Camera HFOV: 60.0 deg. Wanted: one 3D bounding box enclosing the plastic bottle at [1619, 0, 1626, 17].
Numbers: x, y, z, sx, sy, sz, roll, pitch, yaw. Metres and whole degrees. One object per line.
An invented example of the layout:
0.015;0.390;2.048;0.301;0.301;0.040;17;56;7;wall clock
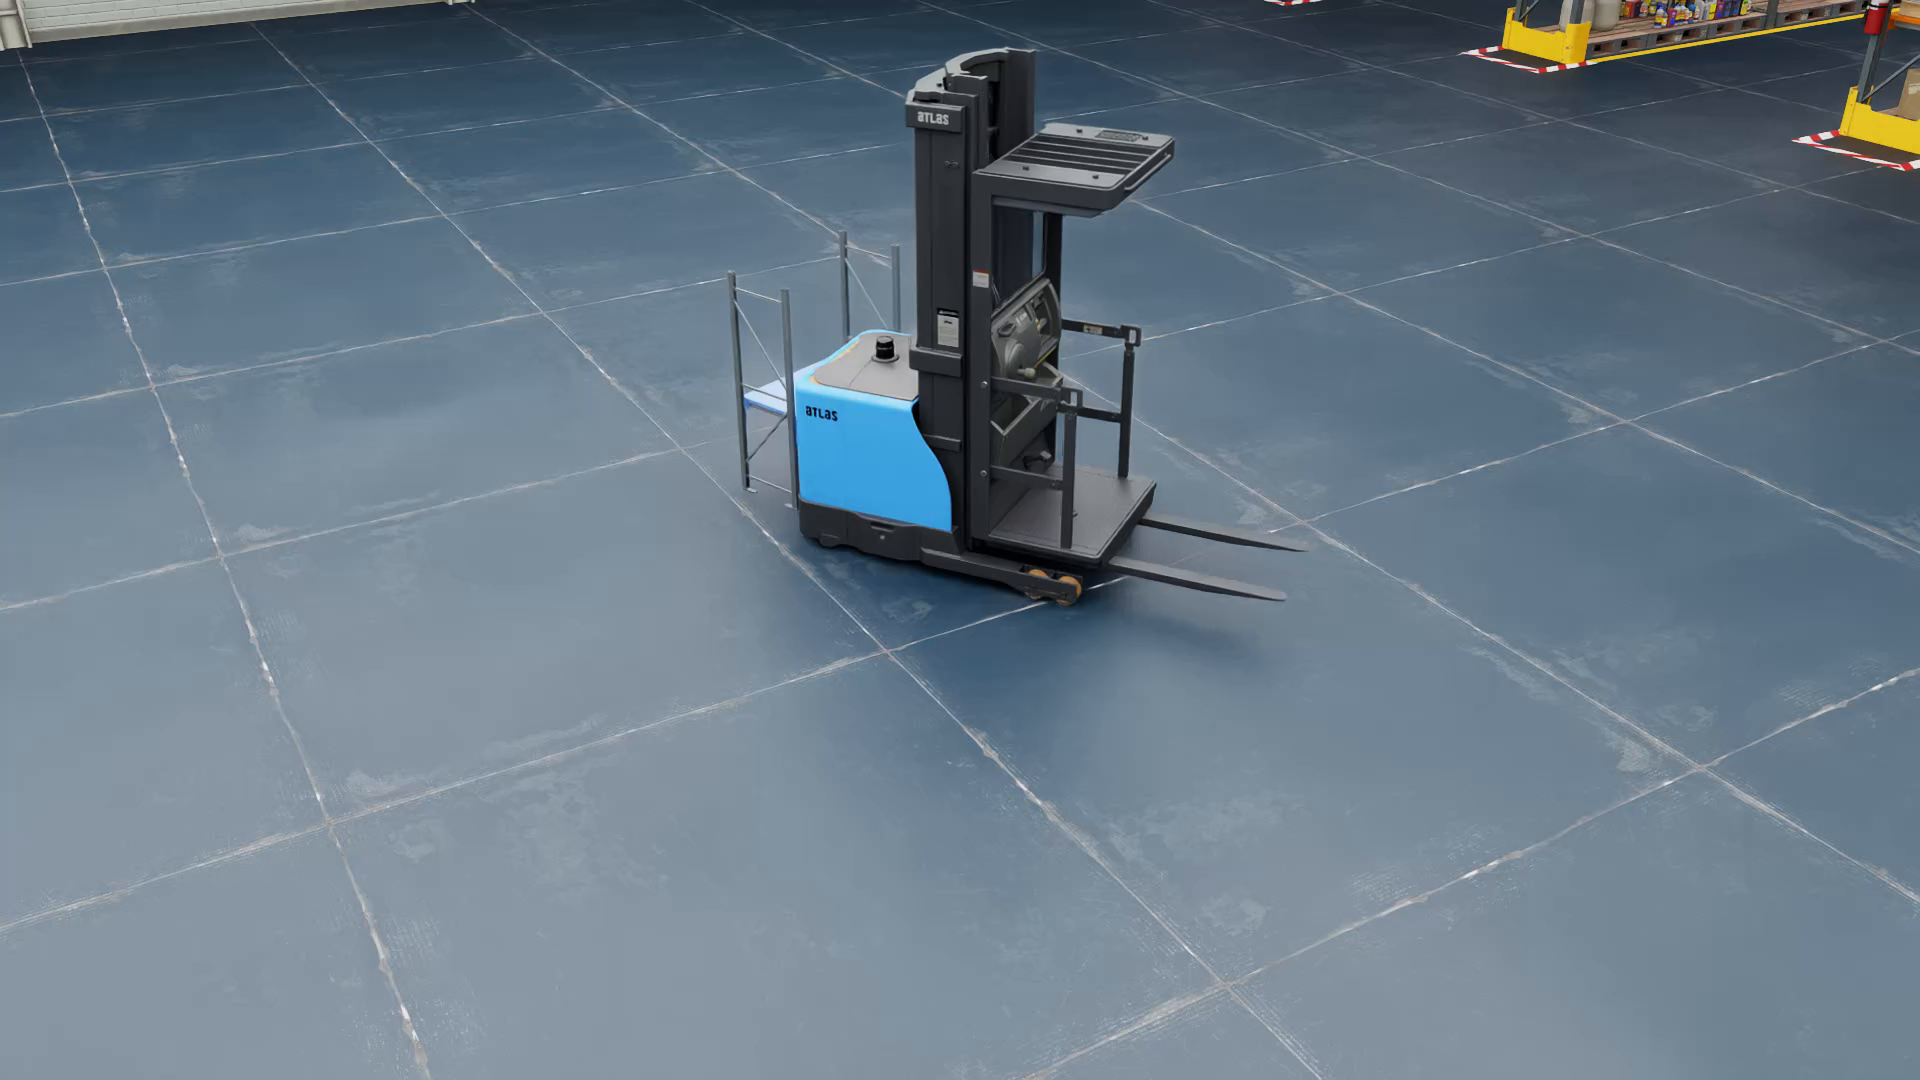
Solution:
9.113;-7.371;22.957;0.133;0.283;0.061;-15;32;-25;plastic bottle

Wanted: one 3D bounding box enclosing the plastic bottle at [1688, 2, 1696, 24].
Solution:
9.938;-7.170;22.604;0.097;0.271;0.097;0;29;0;plastic bottle

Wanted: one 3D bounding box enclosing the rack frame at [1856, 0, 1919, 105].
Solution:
10.170;-5.636;17.457;0.127;3.000;1.000;-16;33;-26;rack frame

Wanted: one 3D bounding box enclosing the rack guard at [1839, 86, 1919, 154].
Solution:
10.235;-4.560;18.094;0.348;0.500;1.175;-16;33;-26;rack guard

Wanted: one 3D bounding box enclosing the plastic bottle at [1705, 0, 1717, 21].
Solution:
10.256;-7.308;22.772;0.185;0.351;0.144;-16;33;-27;plastic bottle

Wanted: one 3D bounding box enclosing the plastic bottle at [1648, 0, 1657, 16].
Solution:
9.612;-7.386;23.068;0.097;0.201;0.097;0;29;0;plastic bottle

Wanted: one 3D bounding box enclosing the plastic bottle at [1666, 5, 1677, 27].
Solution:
9.586;-7.065;22.401;0.133;0.283;0.061;-15;32;-26;plastic bottle

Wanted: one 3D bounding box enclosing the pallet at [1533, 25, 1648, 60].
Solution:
8.405;-6.713;22.295;1.213;0.211;1.003;-16;33;-26;pallet

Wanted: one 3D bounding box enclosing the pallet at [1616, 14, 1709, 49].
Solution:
9.456;-7.010;22.832;1.213;0.211;1.003;-16;33;-26;pallet

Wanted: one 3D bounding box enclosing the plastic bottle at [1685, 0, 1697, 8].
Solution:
10.276;-7.627;23.350;0.185;0.351;0.144;-16;33;-26;plastic bottle

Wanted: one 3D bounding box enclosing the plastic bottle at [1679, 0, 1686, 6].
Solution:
10.139;-7.566;23.322;0.097;0.271;0.097;0;29;0;plastic bottle

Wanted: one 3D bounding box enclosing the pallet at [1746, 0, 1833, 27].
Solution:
11.766;-7.666;24.021;1.213;0.211;1.003;-16;33;-26;pallet

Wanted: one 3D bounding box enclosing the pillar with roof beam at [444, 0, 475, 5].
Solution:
-5.359;-10.254;19.615;0.400;9.000;9.100;-16;33;-26;pillar with roof beam

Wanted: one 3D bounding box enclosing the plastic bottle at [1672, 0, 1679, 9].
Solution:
10.040;-7.641;23.375;0.185;0.351;0.144;-17;33;-28;plastic bottle

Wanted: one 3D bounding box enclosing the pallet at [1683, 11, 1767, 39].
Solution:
10.509;-7.311;23.377;1.213;0.211;1.003;-16;33;-26;pallet

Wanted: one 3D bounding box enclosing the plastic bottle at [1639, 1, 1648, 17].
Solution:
9.452;-7.336;22.978;0.097;0.201;0.097;0;29;0;plastic bottle

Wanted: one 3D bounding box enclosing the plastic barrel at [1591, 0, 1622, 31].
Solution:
8.621;-7.110;22.267;0.421;0.512;0.421;0;29;0;plastic barrel

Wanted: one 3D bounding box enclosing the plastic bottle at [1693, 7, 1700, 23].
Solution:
10.026;-7.164;22.666;0.097;0.201;0.097;0;29;0;plastic bottle

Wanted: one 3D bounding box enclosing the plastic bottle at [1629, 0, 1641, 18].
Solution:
9.307;-7.341;22.902;0.133;0.283;0.061;-16;33;-26;plastic bottle

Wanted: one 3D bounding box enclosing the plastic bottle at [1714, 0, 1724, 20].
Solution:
10.415;-7.300;22.828;0.133;0.283;0.061;-14;32;-23;plastic bottle

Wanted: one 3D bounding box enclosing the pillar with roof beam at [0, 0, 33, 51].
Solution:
-10.532;-8.785;16.954;0.400;9.000;9.100;-16;33;-26;pillar with roof beam

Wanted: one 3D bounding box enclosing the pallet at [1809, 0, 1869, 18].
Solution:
12.819;-7.967;24.566;1.213;0.211;1.003;-16;33;-26;pallet

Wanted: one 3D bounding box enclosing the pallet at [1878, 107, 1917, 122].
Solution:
10.953;-4.618;18.498;1.213;0.211;1.003;-16;33;-26;pallet

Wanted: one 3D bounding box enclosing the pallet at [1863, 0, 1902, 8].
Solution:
13.870;-8.263;25.103;1.213;0.211;1.003;-16;33;-26;pallet

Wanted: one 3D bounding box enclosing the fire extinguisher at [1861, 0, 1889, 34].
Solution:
9.837;-5.766;17.772;0.183;0.674;0.296;-16;33;-26;fire extinguisher

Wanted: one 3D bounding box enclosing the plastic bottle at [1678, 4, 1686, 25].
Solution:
9.763;-7.120;22.514;0.097;0.271;0.097;0;29;0;plastic bottle

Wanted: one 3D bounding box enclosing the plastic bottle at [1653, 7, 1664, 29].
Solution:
9.381;-7.012;22.317;0.097;0.271;0.097;0;29;0;plastic bottle

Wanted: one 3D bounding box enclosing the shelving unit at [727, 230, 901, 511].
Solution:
-0.912;-1.116;10.818;0.538;1.500;1.048;21;35;33;shelving unit

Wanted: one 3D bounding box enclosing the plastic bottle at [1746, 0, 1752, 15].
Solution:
10.954;-7.427;23.143;0.097;0.201;0.097;0;29;0;plastic bottle

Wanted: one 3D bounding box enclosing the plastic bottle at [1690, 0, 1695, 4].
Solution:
10.059;-7.284;22.799;0.133;0.283;0.061;-16;33;-26;plastic bottle

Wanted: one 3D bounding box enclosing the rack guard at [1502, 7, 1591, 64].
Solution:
7.702;-6.643;21.869;0.348;0.500;1.175;-16;33;-26;rack guard

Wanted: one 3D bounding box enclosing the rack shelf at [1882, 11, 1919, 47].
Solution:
11.894;-5.811;18.518;4.000;0.370;1.077;-16;33;-26;rack shelf

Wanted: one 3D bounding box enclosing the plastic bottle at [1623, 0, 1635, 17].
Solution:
9.253;-7.382;22.984;0.135;0.276;0.152;-16;33;-26;plastic bottle

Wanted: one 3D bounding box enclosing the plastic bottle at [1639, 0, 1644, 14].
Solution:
9.372;-7.416;23.045;0.135;0.276;0.152;-17;33;-28;plastic bottle

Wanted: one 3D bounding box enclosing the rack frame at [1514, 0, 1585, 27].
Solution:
7.660;-7.700;21.195;0.127;3.000;1.000;-16;33;-26;rack frame

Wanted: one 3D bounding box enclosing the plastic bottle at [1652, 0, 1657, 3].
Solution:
9.674;-7.537;23.186;0.185;0.351;0.144;-16;33;-27;plastic bottle

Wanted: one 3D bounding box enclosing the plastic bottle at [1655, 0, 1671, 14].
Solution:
9.770;-7.448;23.104;0.135;0.276;0.152;-16;33;-26;plastic bottle

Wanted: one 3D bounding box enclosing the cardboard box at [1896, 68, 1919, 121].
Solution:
10.716;-4.872;18.224;0.500;0.500;0.500;-10;30;-17;cardboard box

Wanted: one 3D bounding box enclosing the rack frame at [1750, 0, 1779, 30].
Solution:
11.109;-8.679;22.970;0.127;3.000;1.000;-16;33;-26;rack frame

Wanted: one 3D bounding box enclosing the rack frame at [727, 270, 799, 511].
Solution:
-1.231;-0.925;10.472;0.500;1.500;0.032;21;35;33;rack frame

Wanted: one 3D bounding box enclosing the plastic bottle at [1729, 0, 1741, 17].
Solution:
10.700;-7.434;23.000;0.185;0.351;0.144;-17;33;-28;plastic bottle

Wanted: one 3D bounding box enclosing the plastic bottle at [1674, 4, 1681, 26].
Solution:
9.677;-7.096;22.469;0.097;0.271;0.097;0;29;0;plastic bottle

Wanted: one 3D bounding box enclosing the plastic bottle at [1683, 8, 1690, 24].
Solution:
9.849;-7.114;22.575;0.097;0.201;0.097;0;29;0;plastic bottle

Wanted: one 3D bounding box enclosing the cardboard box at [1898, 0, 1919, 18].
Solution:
10.311;-5.682;17.800;0.250;0.149;0.380;-16;33;-26;cardboard box

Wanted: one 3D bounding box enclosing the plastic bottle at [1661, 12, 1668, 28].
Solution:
9.471;-7.006;22.380;0.097;0.201;0.097;0;29;0;plastic bottle

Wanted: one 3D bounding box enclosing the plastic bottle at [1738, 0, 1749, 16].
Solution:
10.861;-7.427;23.057;0.133;0.283;0.061;-14;32;-24;plastic bottle

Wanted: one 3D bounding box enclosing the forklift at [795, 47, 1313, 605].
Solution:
0.567;-1.197;9.483;3.031;2.935;1.130;12;31;21;forklift

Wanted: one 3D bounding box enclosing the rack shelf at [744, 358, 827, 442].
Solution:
-0.912;-0.959;10.905;0.538;0.185;1.000;21;35;33;rack shelf

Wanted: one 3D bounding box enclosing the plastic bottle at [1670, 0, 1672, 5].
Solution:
9.932;-7.554;23.301;0.097;0.271;0.097;0;29;0;plastic bottle

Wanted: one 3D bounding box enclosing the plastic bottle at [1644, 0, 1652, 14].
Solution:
9.513;-7.491;23.104;0.185;0.351;0.144;-14;32;-24;plastic bottle

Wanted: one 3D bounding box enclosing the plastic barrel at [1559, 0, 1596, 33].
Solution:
8.189;-6.987;22.045;0.421;0.512;0.421;0;29;0;plastic barrel

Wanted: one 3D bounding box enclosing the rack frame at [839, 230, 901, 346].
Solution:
-0.593;-1.307;11.165;0.500;1.500;0.032;21;35;33;rack frame

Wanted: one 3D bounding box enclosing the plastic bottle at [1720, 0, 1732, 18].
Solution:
10.534;-7.387;22.915;0.185;0.351;0.144;-18;33;-29;plastic bottle

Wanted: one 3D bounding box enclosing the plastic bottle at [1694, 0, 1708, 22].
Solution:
10.114;-7.237;22.721;0.135;0.276;0.152;-15;32;-25;plastic bottle
